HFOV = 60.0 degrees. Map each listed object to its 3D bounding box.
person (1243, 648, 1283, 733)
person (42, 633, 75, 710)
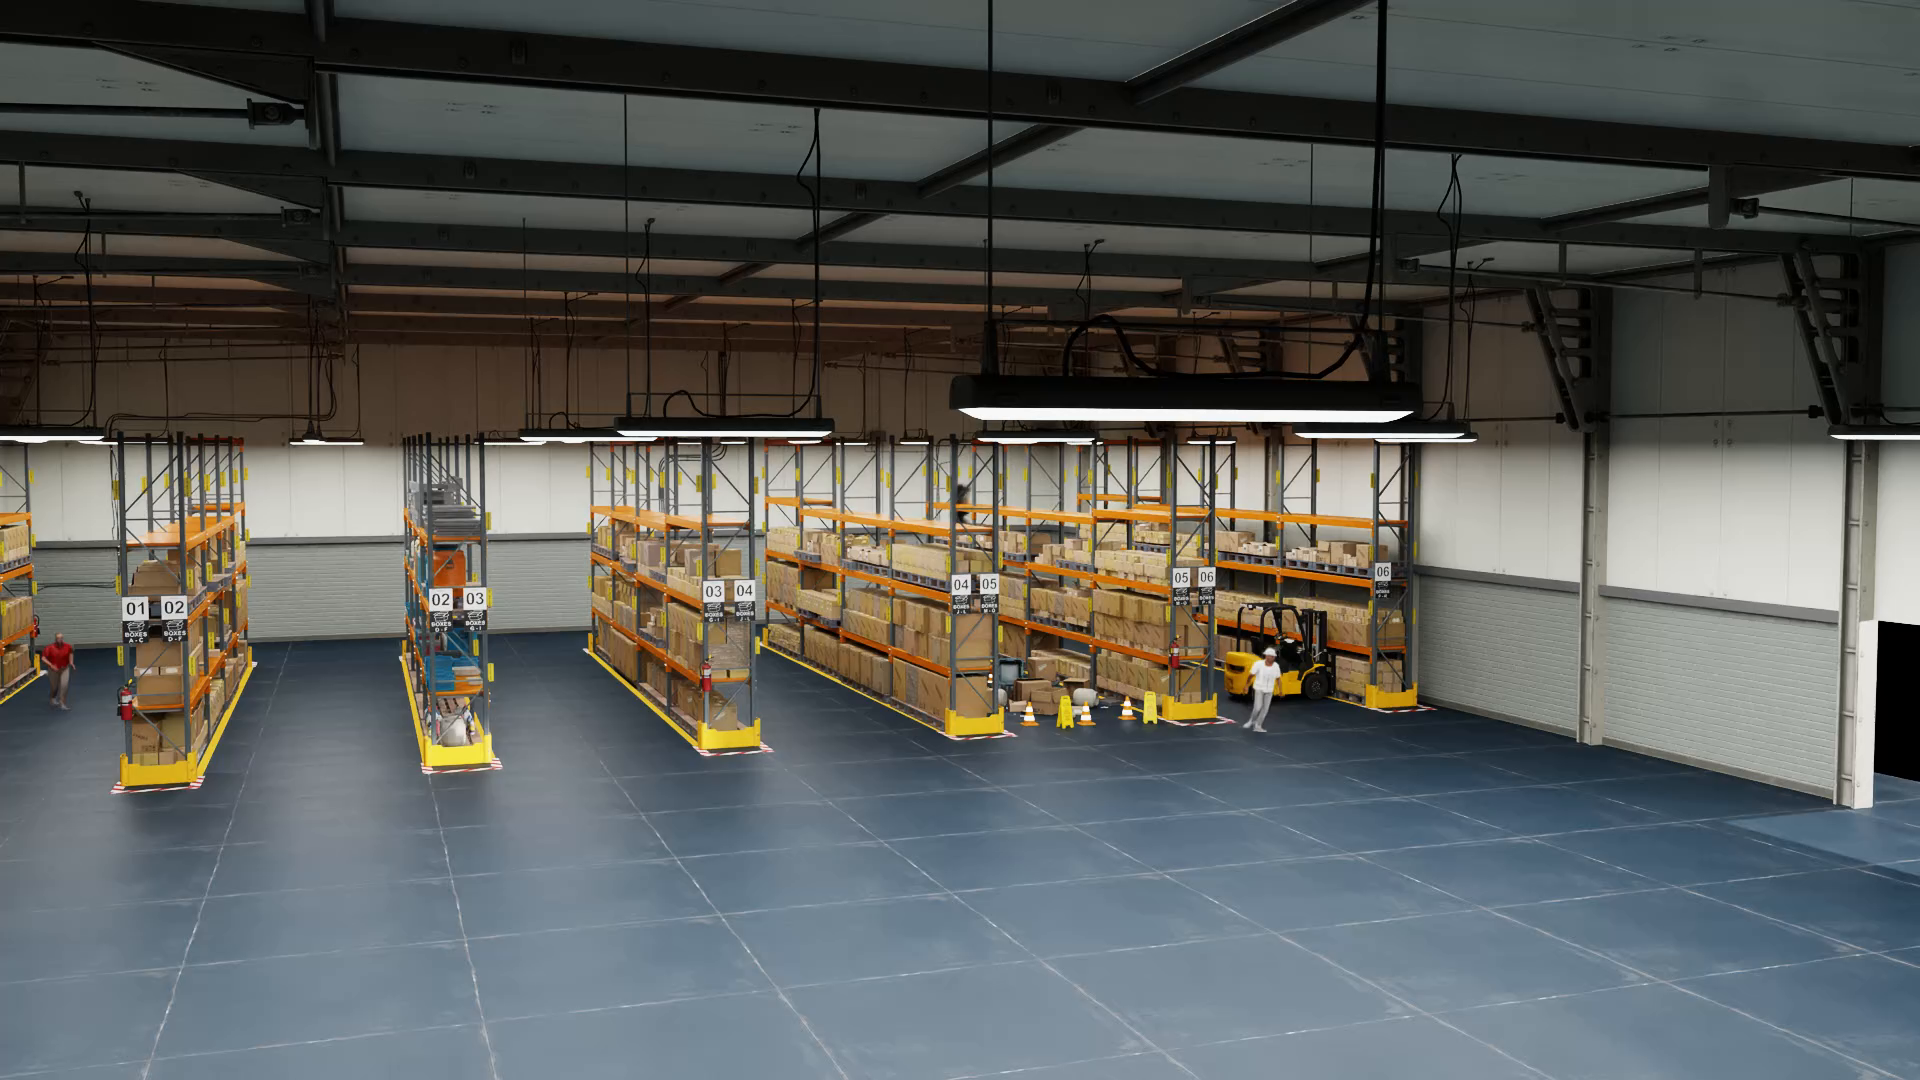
[{"bbox_3d":[6.084,3.017,33.344,0.711,1.726,0.604,-1,3,-16],"label":"person"},{"bbox_3d":[-19.803,2.869,36.492,0.661,1.684,0.811,-3,4,-40],"label":"person"}]
